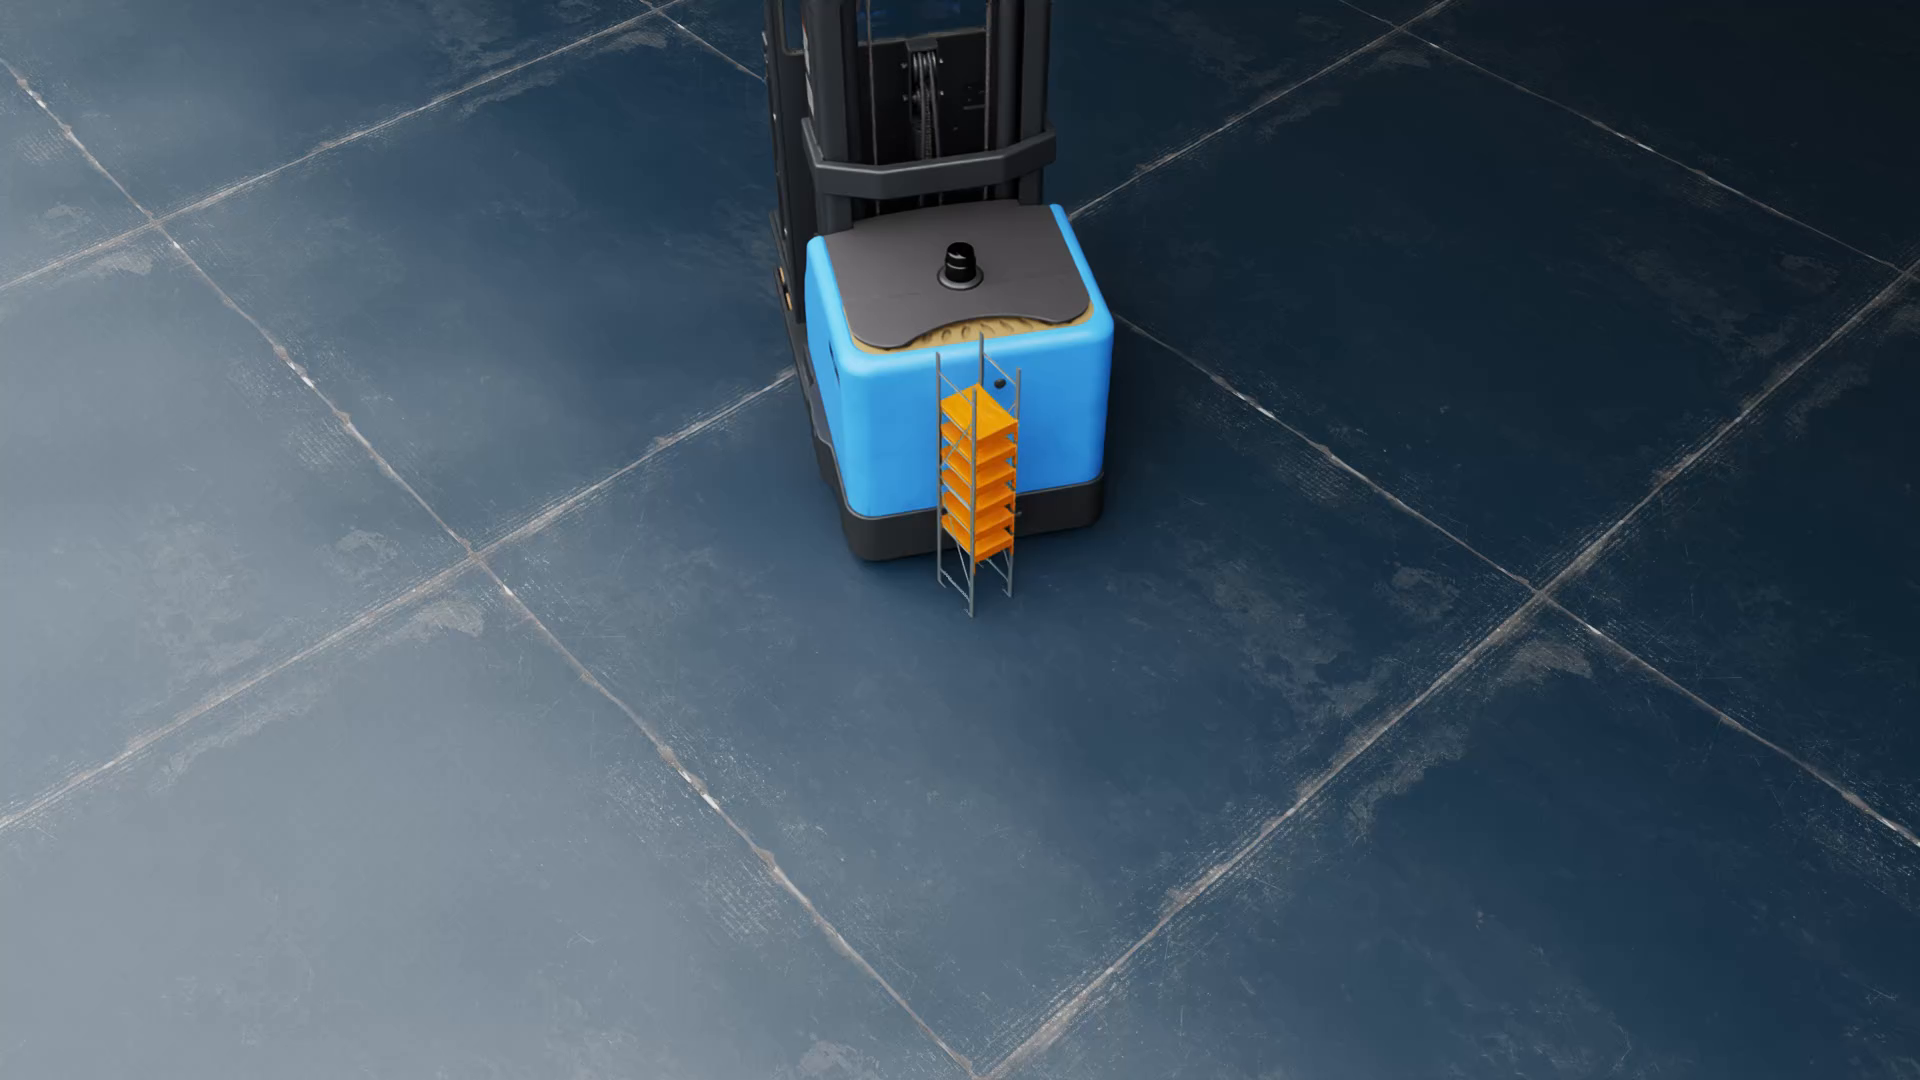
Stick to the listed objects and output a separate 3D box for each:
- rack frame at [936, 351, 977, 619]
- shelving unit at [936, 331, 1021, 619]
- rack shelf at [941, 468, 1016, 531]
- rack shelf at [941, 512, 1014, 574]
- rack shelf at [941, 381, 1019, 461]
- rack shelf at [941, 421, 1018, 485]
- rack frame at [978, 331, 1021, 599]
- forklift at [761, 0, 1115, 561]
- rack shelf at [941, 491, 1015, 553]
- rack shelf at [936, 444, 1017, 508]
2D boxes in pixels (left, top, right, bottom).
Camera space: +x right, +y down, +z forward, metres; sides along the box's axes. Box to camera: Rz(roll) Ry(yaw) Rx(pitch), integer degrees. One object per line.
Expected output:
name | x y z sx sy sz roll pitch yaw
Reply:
rack frame | -0.015 -0.172 6.091 0.006 1.200 0.240 -27 53 -23
shelving unit | 0.060 -0.210 6.126 0.189 1.200 0.258 -27 53 -23
rack shelf | 0.060 -0.180 6.159 0.180 0.103 0.258 -27 53 -23
rack shelf | 0.059 -0.018 6.336 0.180 0.103 0.258 -27 53 -23
rack shelf | 0.061 -0.422 5.893 0.180 0.103 0.258 -27 53 -23
rack shelf | 0.061 -0.342 5.981 0.180 0.103 0.258 -27 53 -23
rack frame | 0.135 -0.248 6.161 0.006 1.200 0.240 -27 53 -23
forklift | -0.248 -2.018 6.617 1.130 2.935 3.031 -10 48 -9
rack shelf | 0.059 -0.099 6.247 0.180 0.103 0.258 -27 53 -23
rack shelf | 0.060 -0.261 6.070 0.180 0.103 0.258 -27 53 -23
